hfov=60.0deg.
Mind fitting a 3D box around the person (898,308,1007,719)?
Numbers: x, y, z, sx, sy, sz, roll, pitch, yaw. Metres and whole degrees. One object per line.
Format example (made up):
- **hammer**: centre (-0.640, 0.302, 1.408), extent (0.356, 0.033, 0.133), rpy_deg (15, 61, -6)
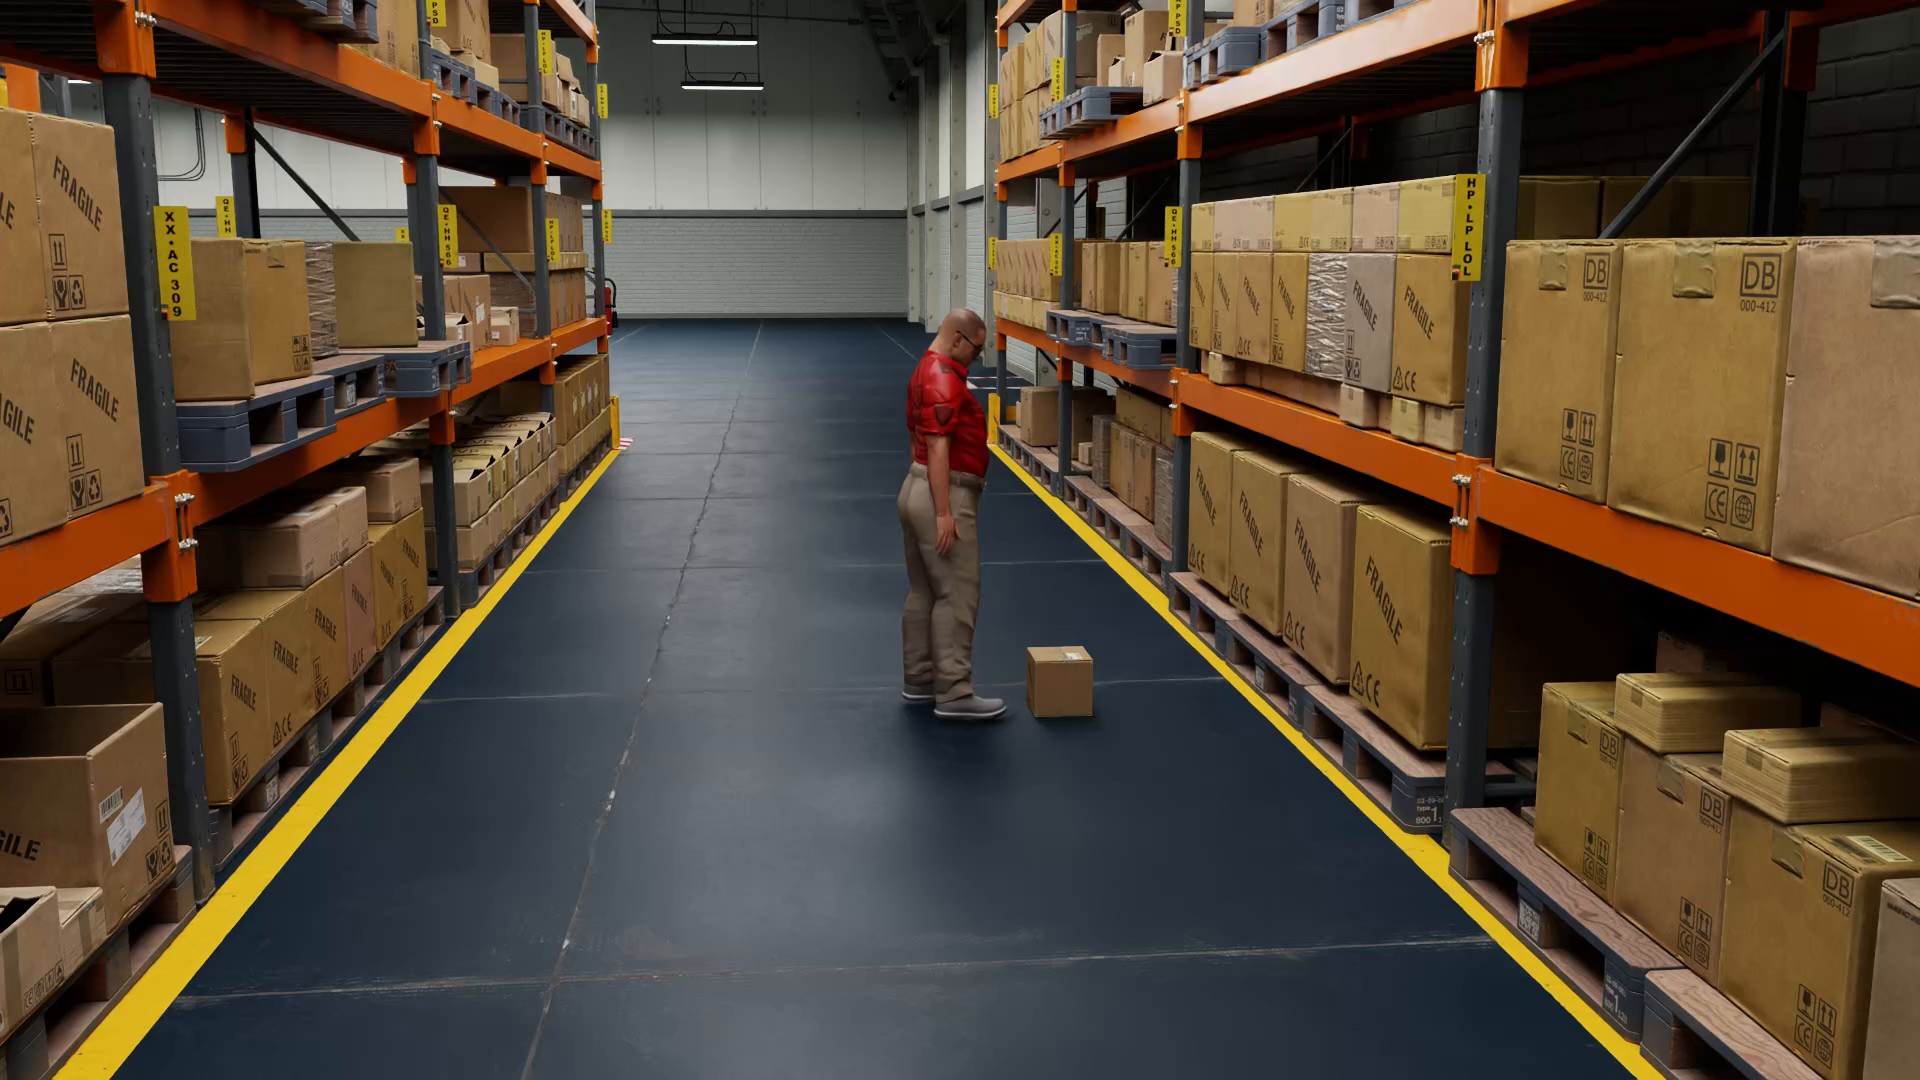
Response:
- **person**: centre (-0.042, -0.118, 7.055), extent (0.424, 1.706, 0.580), rpy_deg (-2, 10, -13)
